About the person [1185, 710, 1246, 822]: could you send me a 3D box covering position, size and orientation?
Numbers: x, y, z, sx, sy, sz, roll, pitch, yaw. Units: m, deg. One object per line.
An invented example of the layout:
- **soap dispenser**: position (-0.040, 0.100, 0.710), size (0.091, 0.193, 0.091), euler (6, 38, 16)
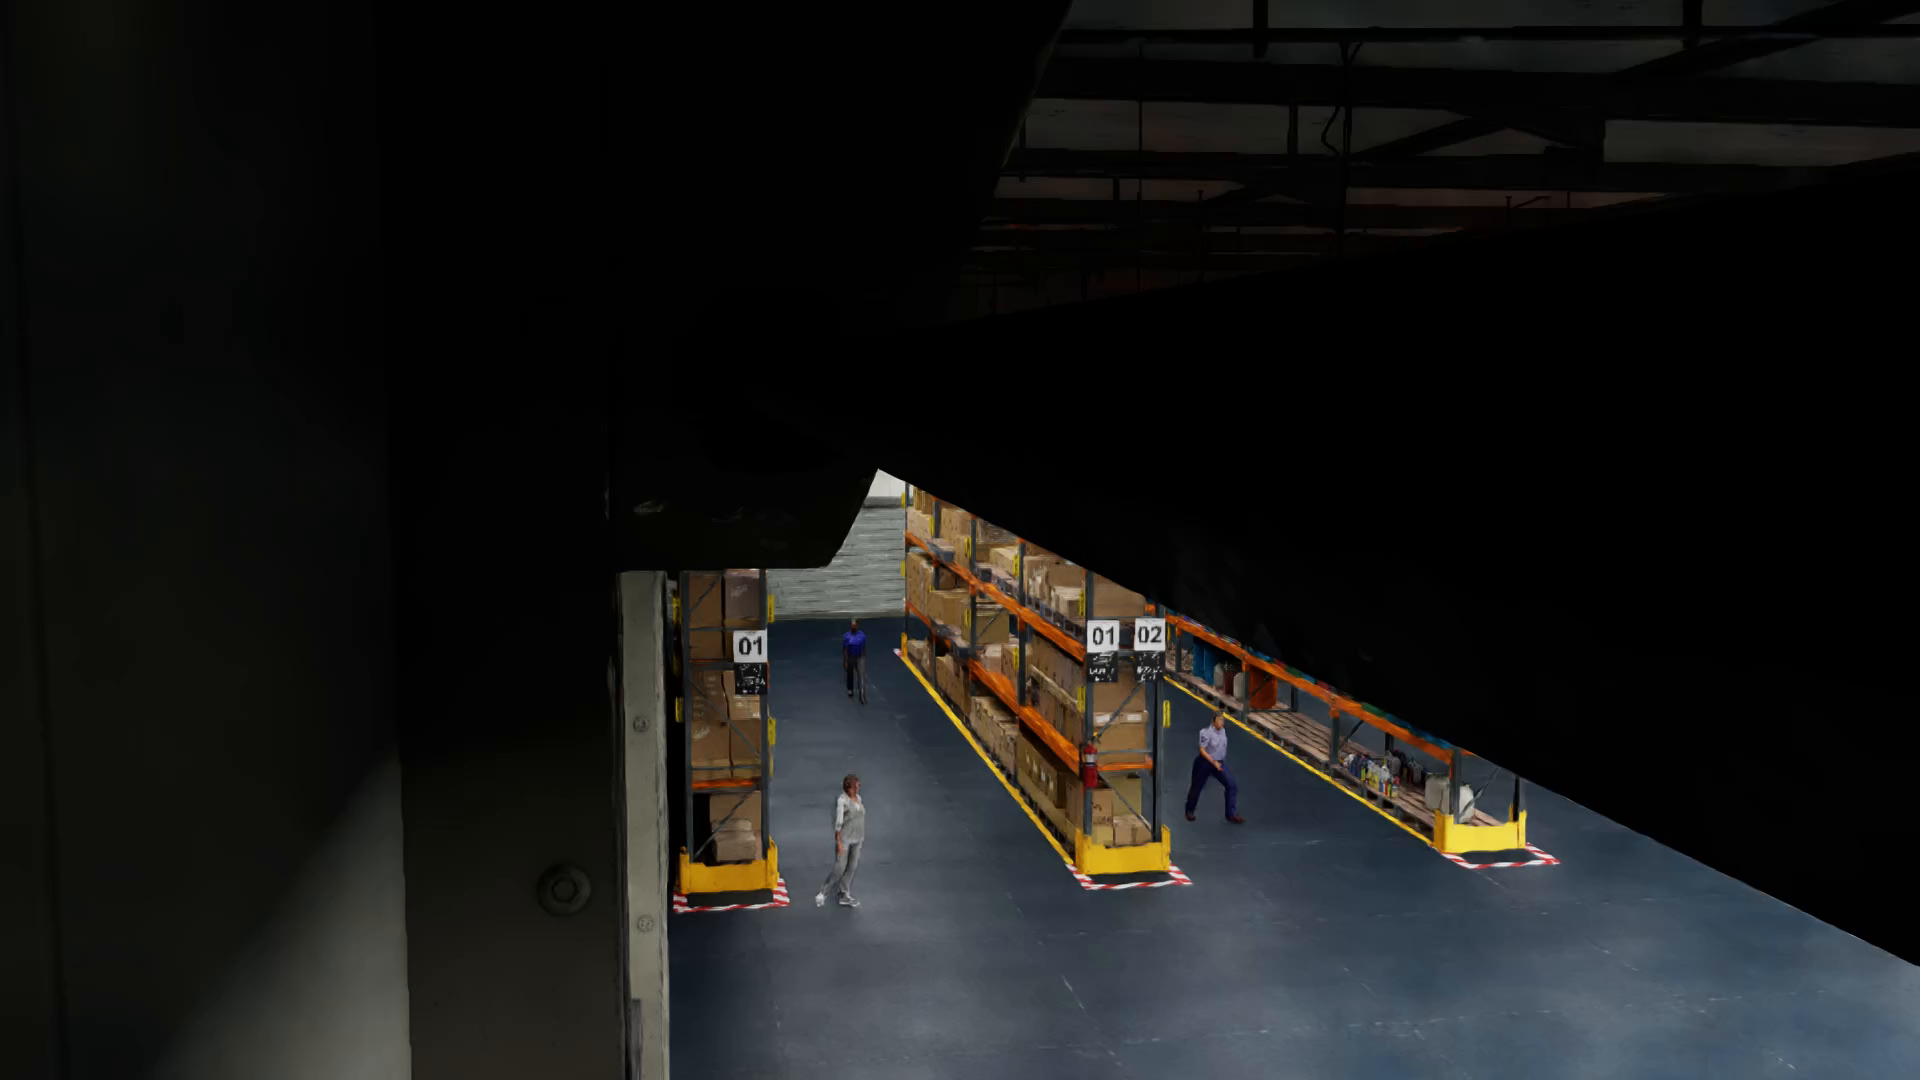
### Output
- **person**: position (3.527, 3.132, 23.210), size (0.647, 1.588, 0.770), euler (-4, 7, -31)

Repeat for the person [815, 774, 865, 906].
- **person**: position (-1.406, 3.524, 19.465), size (0.469, 1.588, 0.586), euler (4, 7, 37)

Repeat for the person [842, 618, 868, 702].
- **person**: position (-2.009, 2.258, 31.588), size (0.447, 1.574, 1.088), euler (-1, 6, -8)
